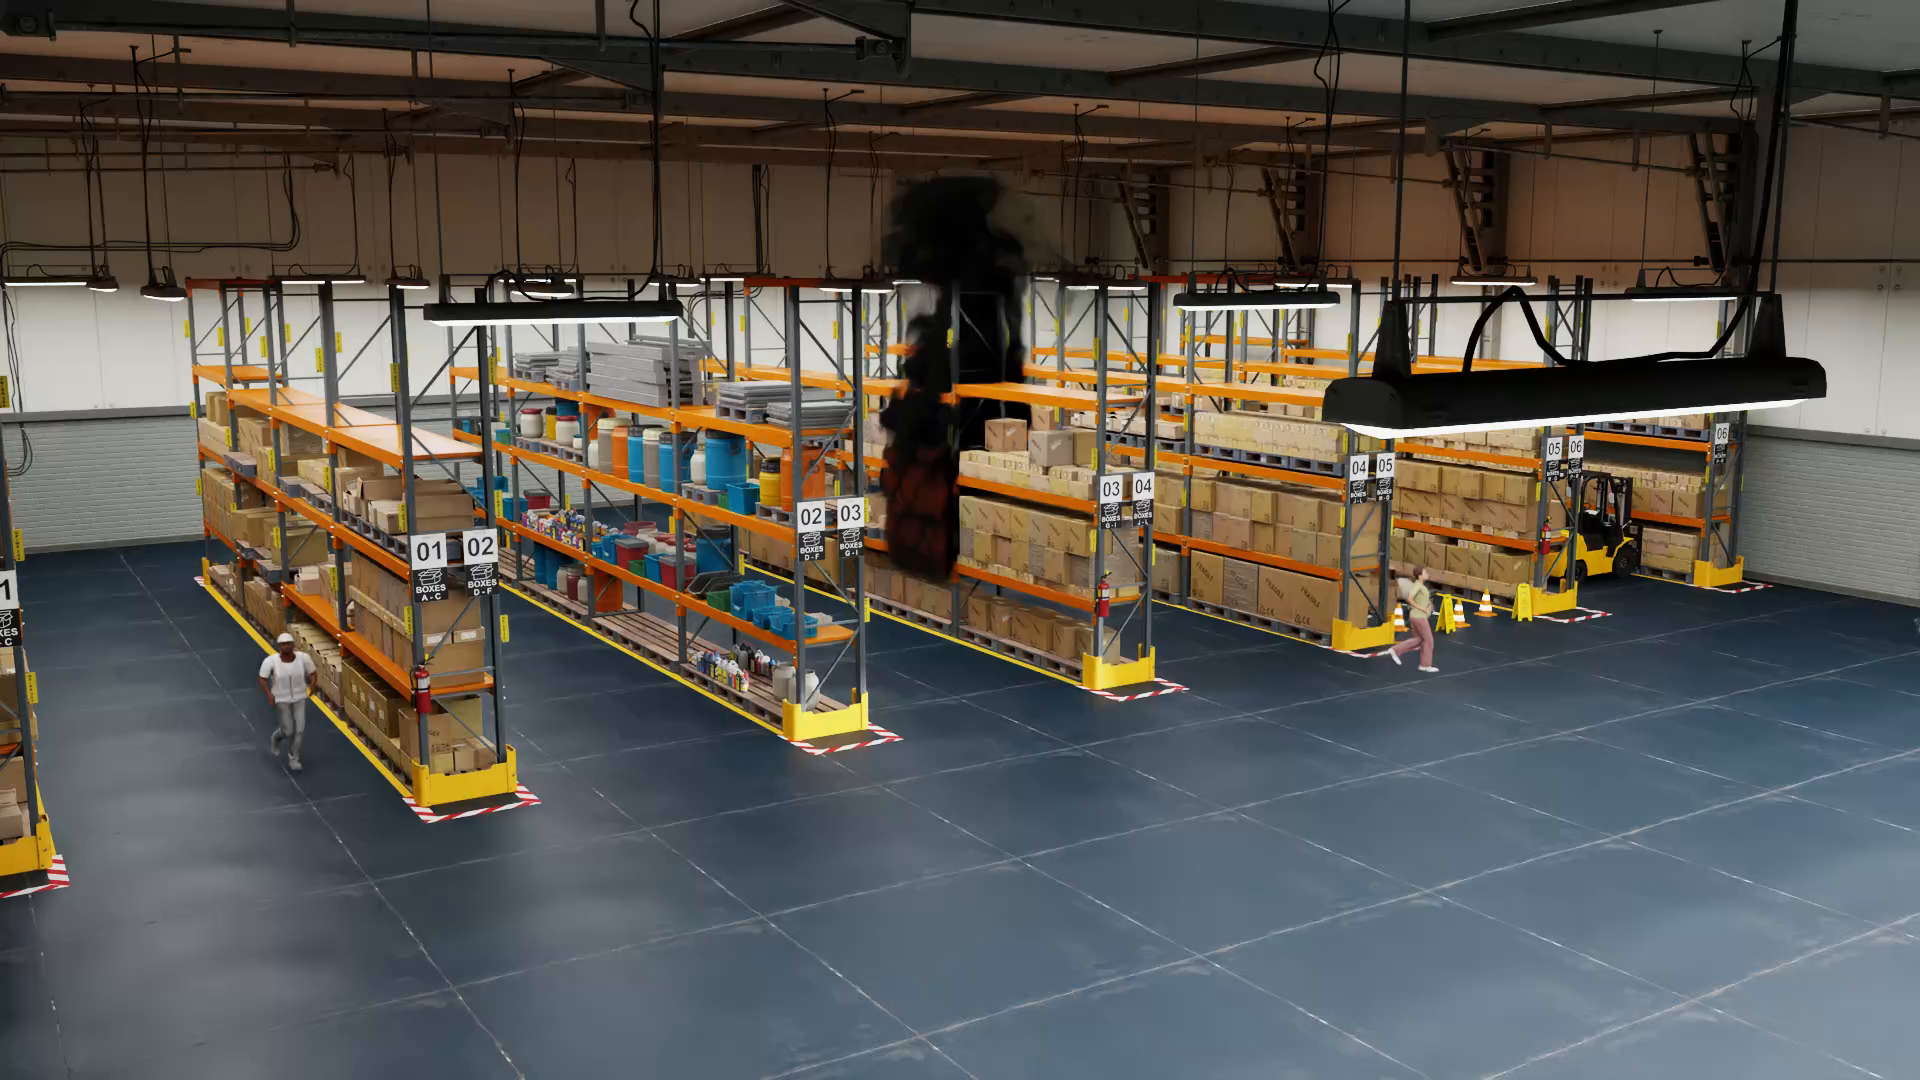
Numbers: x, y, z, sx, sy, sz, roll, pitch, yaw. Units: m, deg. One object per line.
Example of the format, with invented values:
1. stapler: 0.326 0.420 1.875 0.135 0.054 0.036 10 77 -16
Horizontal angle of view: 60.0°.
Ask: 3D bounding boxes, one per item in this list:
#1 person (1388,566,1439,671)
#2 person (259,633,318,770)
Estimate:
1. person: 7.110 1.219 25.987 0.784 1.659 0.596 2 10 14
2. person: -8.428 2.004 20.945 0.691 1.734 0.632 -6 11 -33
